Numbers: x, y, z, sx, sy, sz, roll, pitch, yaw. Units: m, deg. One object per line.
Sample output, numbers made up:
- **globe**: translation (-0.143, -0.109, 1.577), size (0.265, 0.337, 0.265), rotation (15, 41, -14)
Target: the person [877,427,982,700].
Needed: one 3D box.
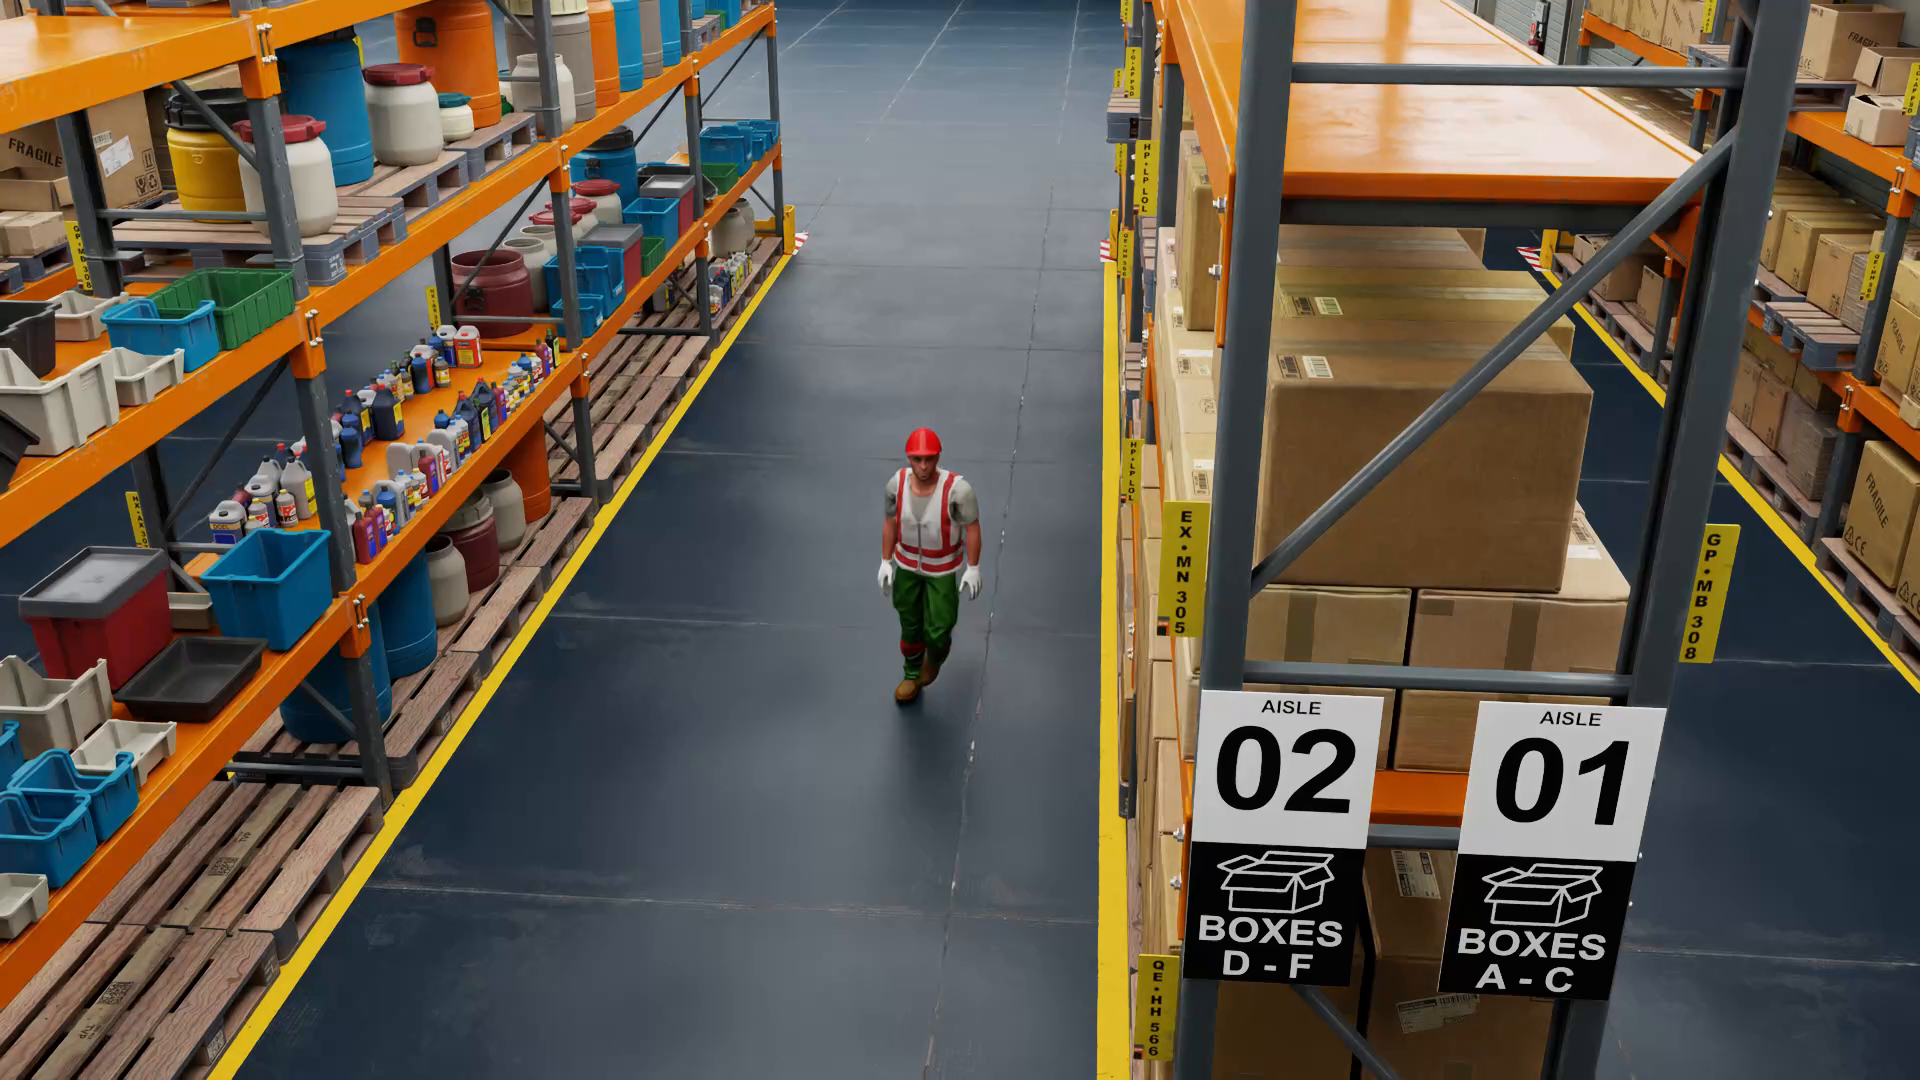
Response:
- **person**: translation (-0.163, 0.154, 9.608), size (0.611, 1.763, 0.505), rotation (8, 25, 17)
